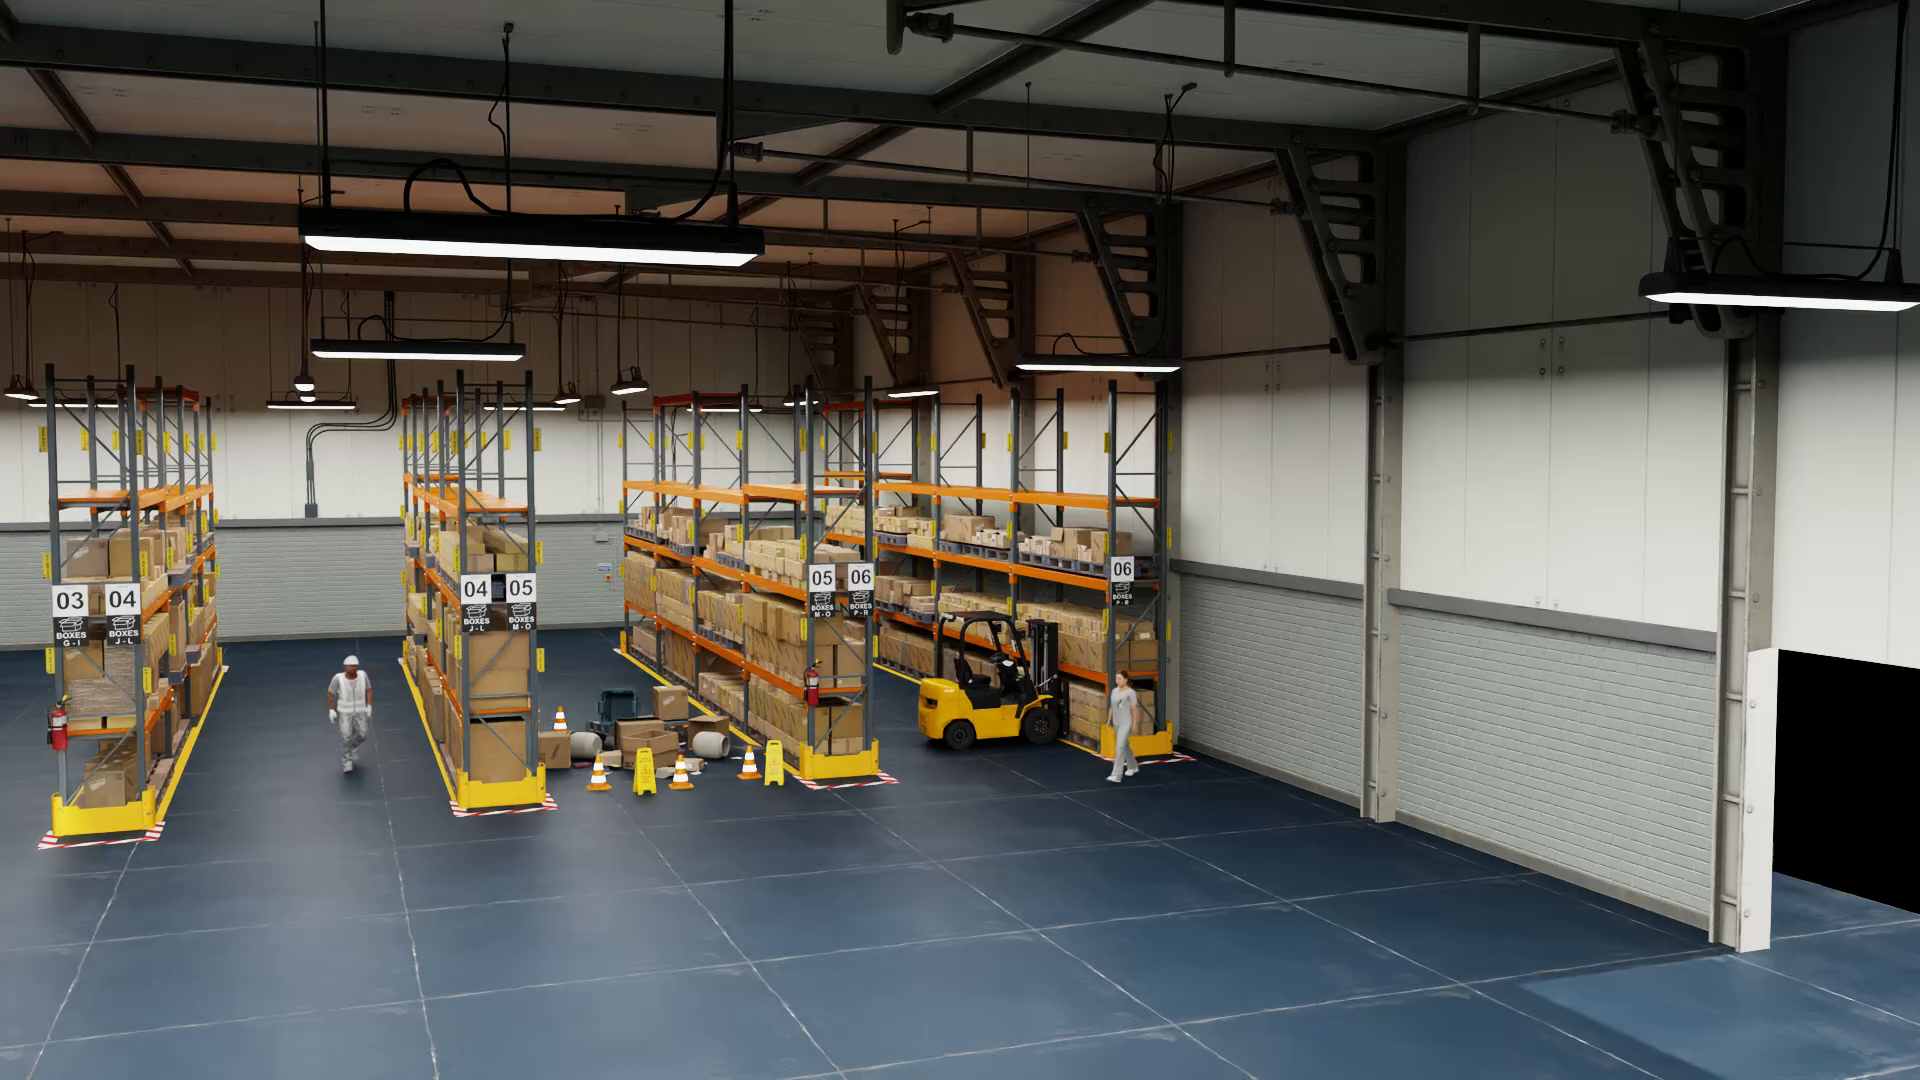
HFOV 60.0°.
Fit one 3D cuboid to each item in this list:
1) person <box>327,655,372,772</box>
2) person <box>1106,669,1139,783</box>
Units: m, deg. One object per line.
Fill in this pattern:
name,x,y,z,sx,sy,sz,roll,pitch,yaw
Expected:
person,-9.394,2.635,25.573,0.642,1.758,0.703,-2,4,-35
person,2.405,2.749,24.682,0.868,1.630,0.442,-3,4,-37
